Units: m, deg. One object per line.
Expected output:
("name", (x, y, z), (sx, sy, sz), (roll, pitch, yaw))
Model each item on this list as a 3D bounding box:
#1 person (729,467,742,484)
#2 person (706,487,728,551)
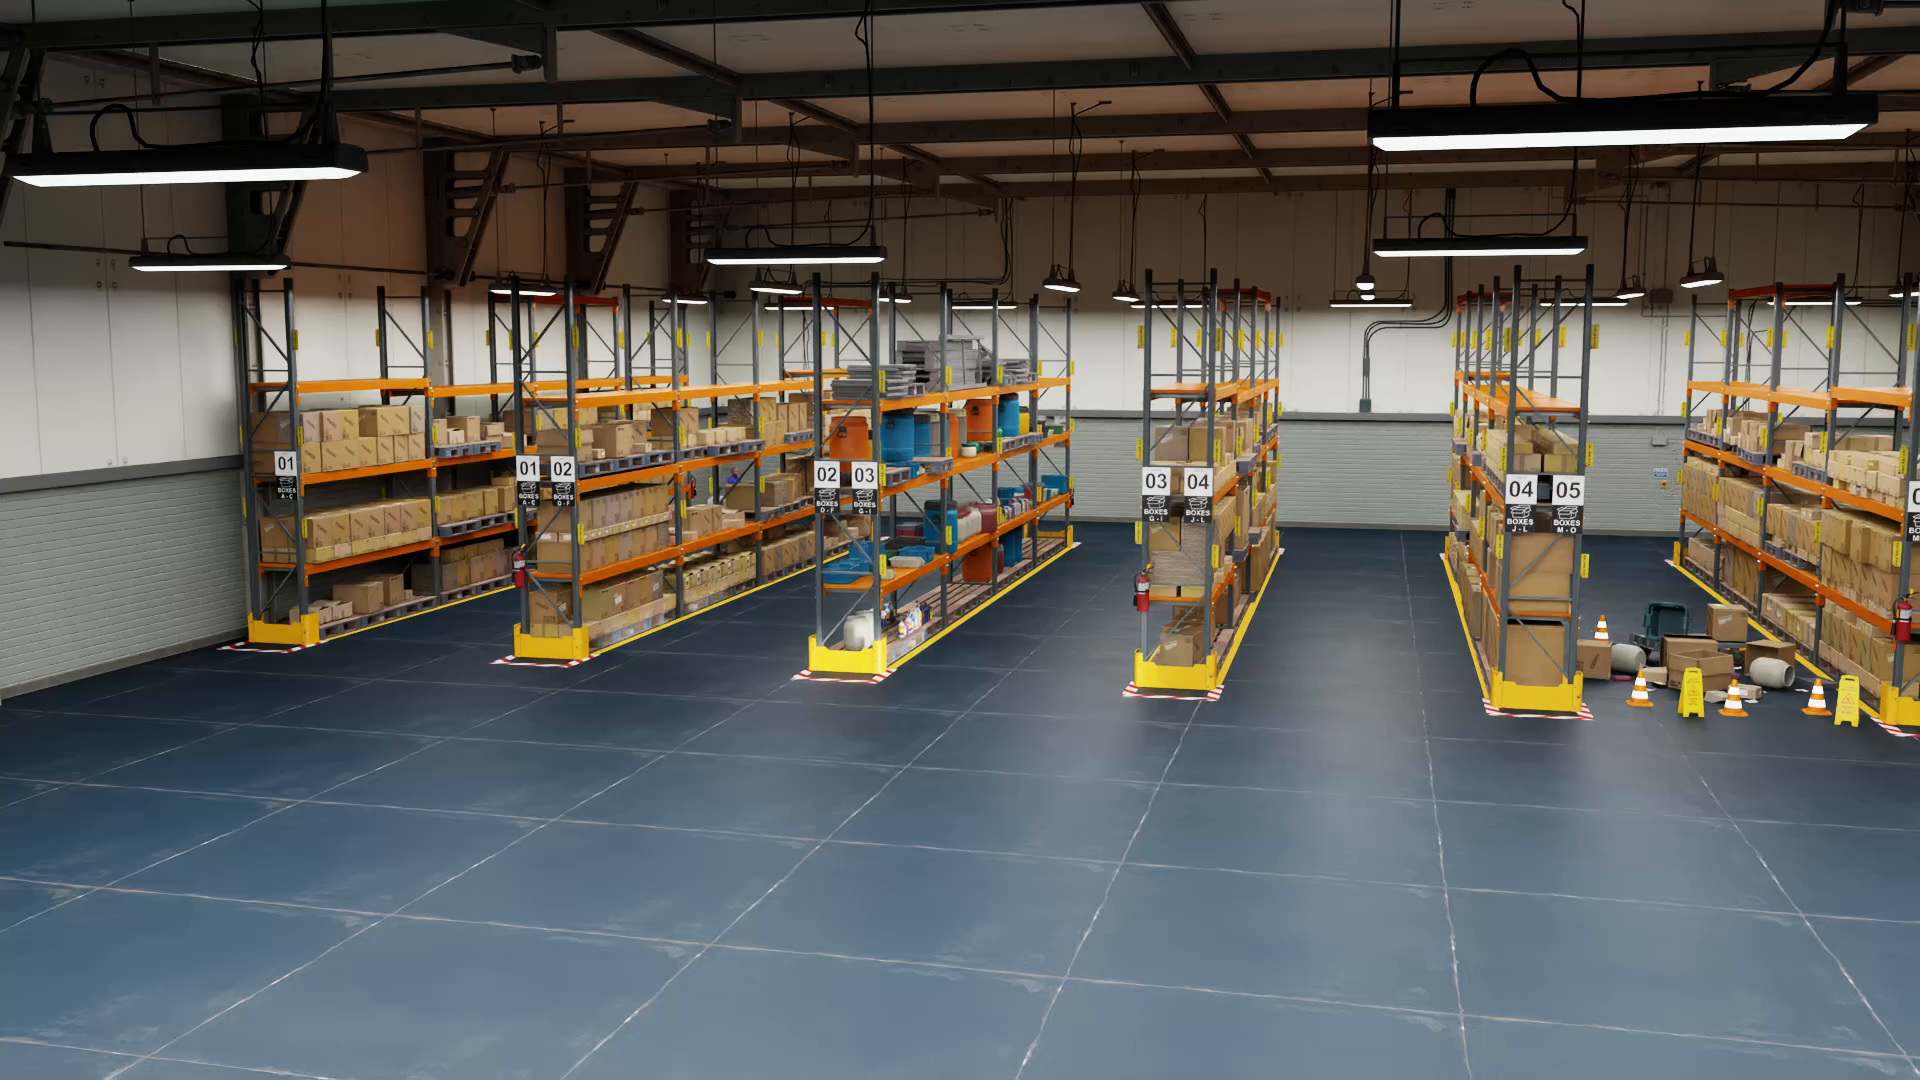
("person", (-6.024, -1.132, 44.219), (0.558, 1.648, 0.445), (2, 7, 16))
("person", (-5.698, -0.512, 39.416), (0.568, 1.590, 0.746), (3, 8, 25))
